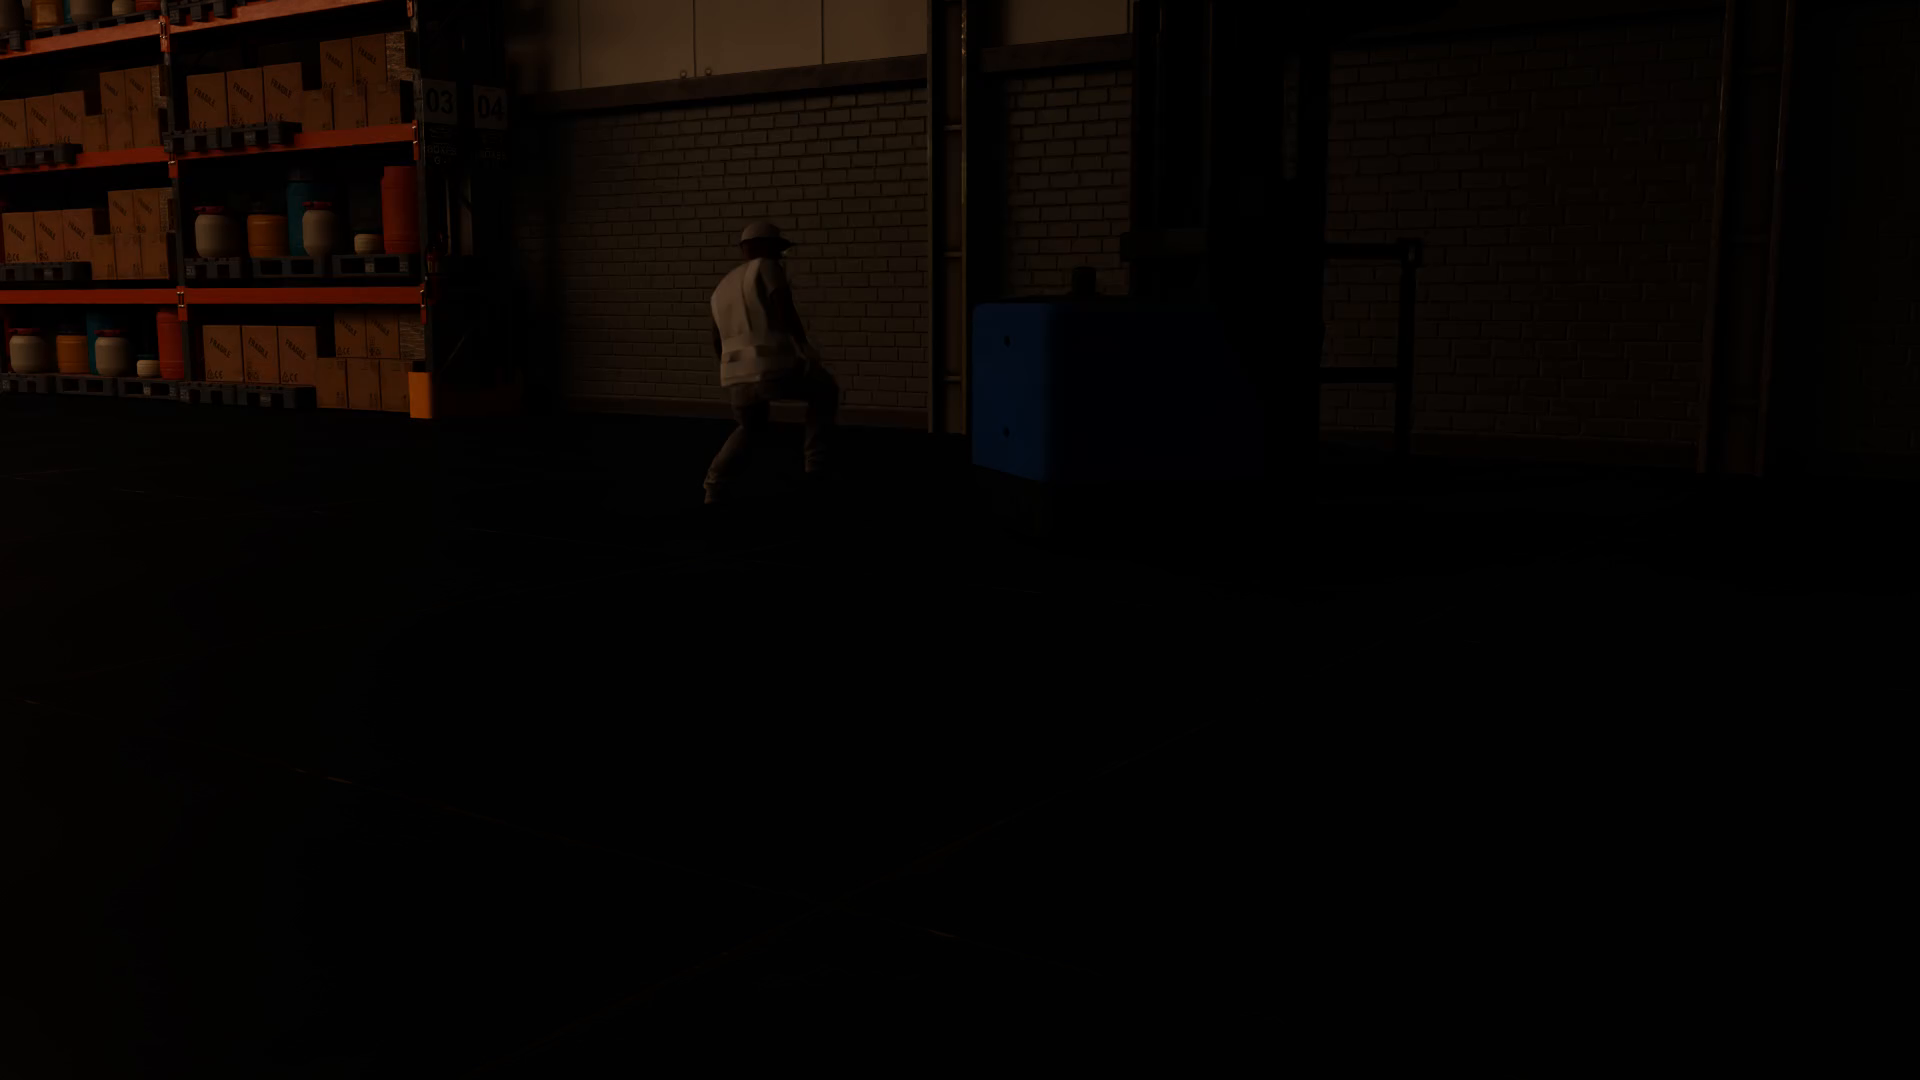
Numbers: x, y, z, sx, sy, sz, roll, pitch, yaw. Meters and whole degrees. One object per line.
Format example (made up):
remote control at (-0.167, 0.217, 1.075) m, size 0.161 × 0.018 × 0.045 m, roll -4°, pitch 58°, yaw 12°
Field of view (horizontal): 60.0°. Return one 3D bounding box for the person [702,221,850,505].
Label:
person at (-0.978, -0.922, 8.850) m, size 0.832 × 1.533 × 0.707 m, roll 4°, pitch 9°, yaw 29°

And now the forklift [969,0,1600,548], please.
forklift at (1.619, -1.517, 7.863) m, size 3.031 × 2.935 × 1.130 m, roll -3°, pitch 9°, yaw -18°
